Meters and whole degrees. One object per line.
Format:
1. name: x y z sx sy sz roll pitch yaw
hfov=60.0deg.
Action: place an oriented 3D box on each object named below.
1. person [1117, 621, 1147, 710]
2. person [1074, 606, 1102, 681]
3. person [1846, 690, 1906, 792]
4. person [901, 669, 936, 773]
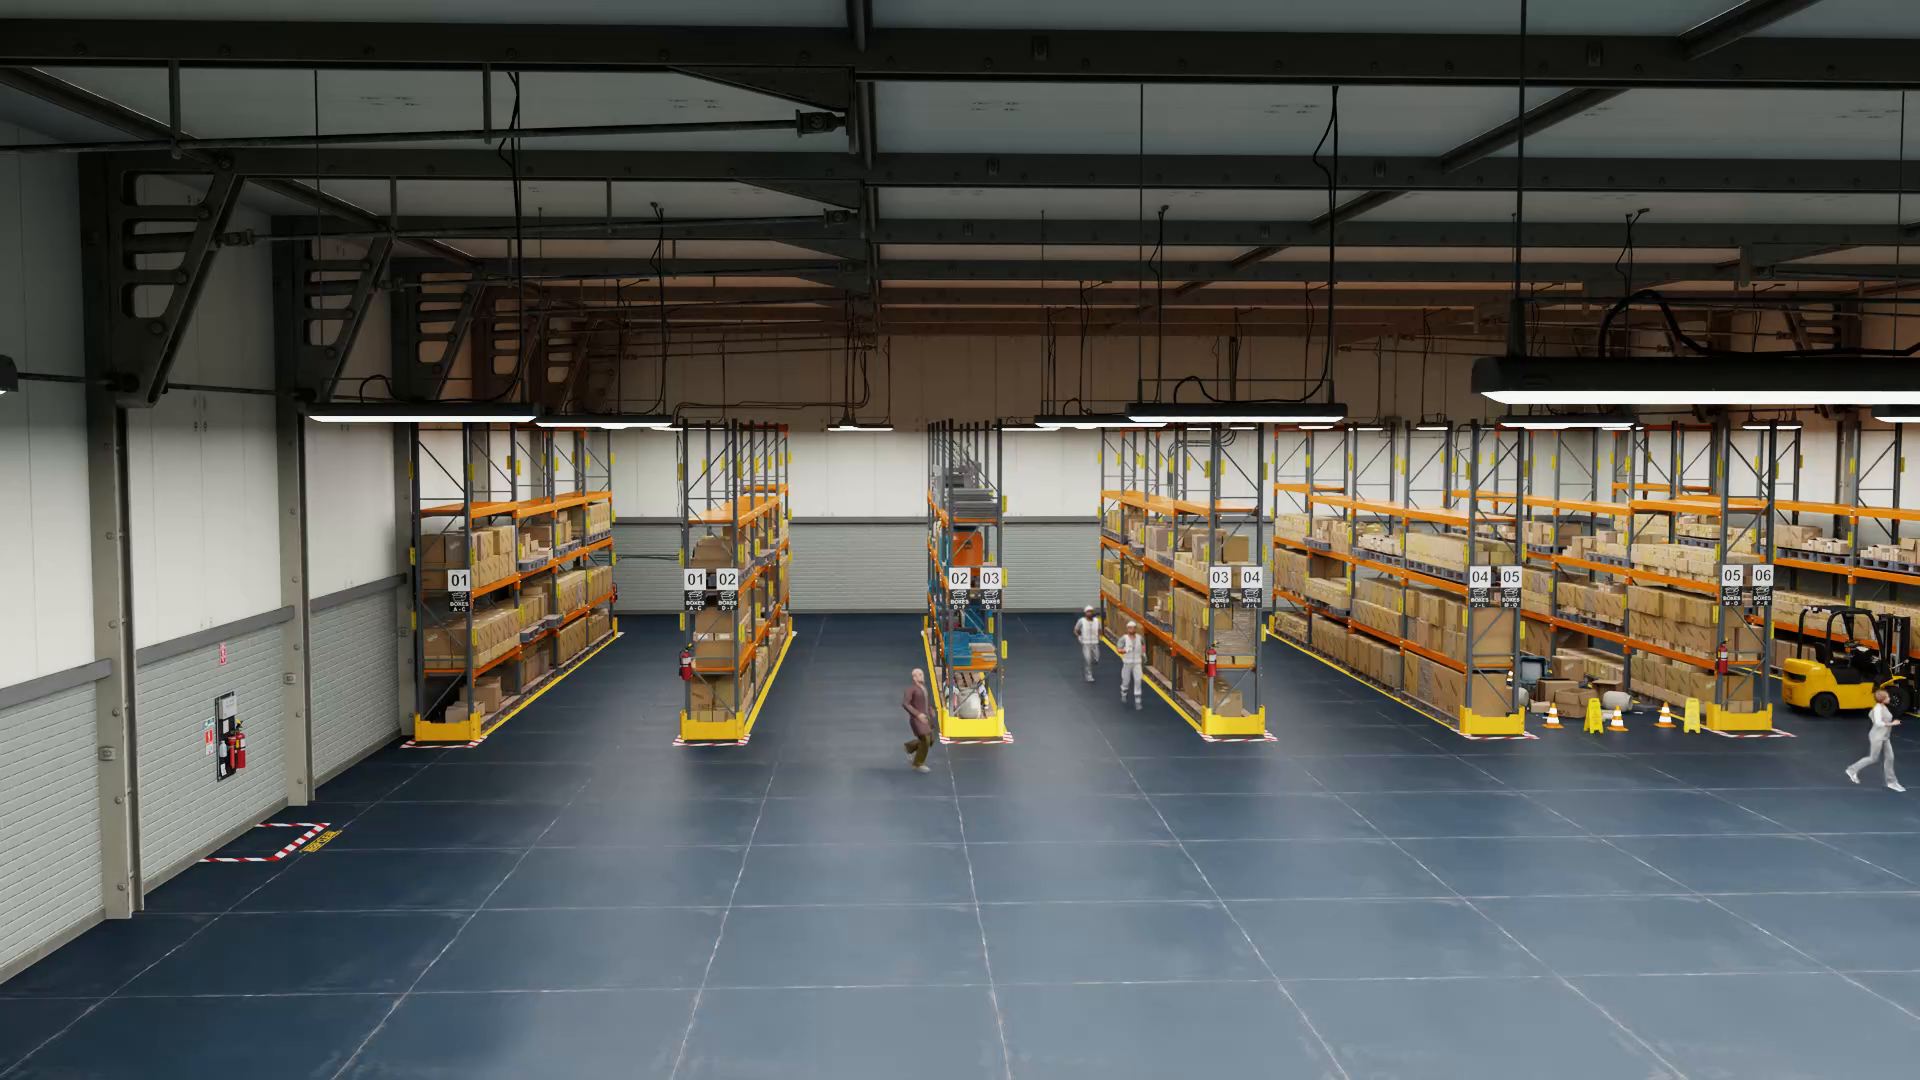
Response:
1. person: 3.581 2.586 34.649 0.661 1.790 0.969 0 4 -6
2. person: 2.980 2.390 38.512 0.685 1.735 0.667 -1 4 -11
3. person: 14.715 3.192 26.670 0.859 1.597 0.565 3 5 42
4. person: -0.734 3.052 28.260 0.628 1.746 0.715 2 4 28
